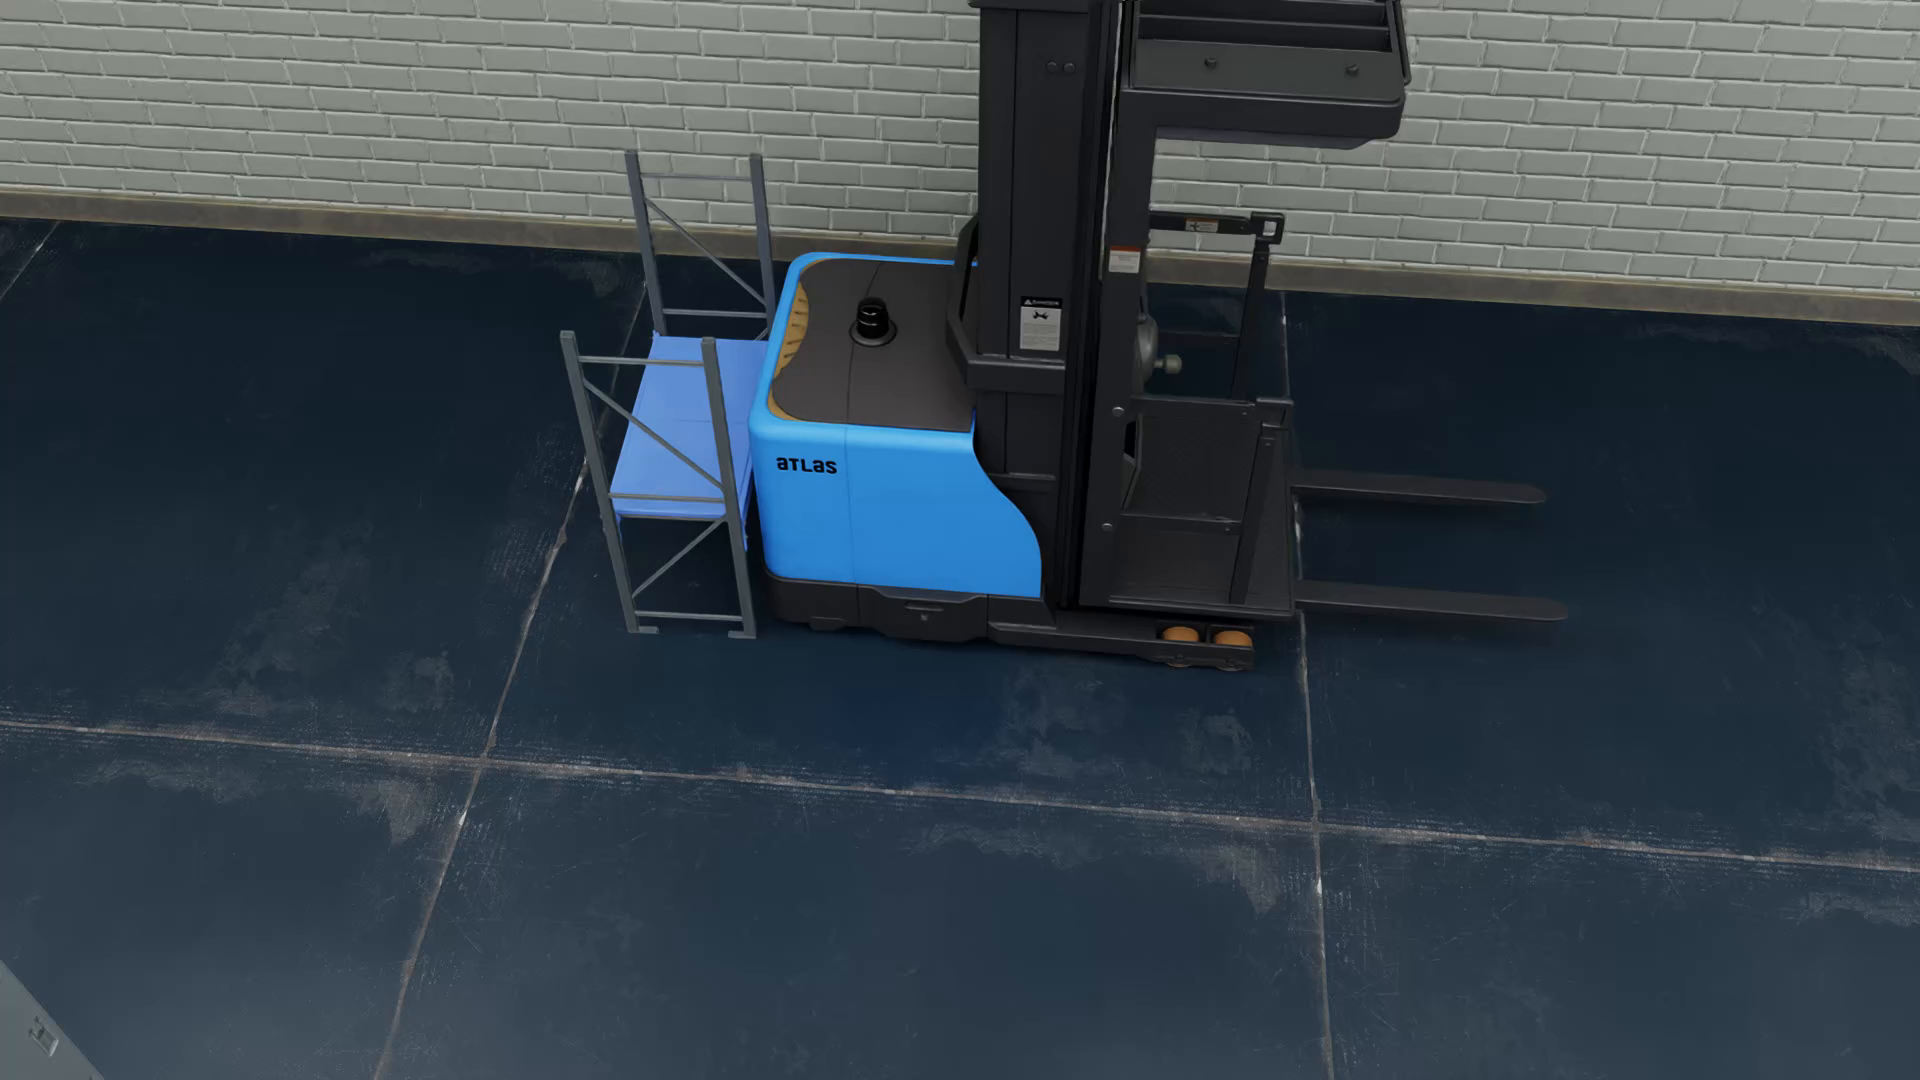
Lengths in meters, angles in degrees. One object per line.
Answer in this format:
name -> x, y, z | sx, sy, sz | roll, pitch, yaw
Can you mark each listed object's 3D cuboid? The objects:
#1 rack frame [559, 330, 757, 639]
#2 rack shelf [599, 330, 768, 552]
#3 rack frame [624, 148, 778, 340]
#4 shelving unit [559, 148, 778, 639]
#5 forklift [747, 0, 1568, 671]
rack frame -> -1.036, -0.146, 5.893 | 0.500, 1.500, 0.032 | 3, 48, 3
rack shelf -> -1.002, -0.399, 6.368 | 0.538, 0.185, 1.000 | 3, 48, 3
rack frame -> -0.968, -0.894, 6.577 | 0.500, 1.500, 0.032 | 3, 48, 3
shelving unit -> -1.002, -0.520, 6.235 | 0.538, 1.500, 1.048 | 3, 48, 3
forklift -> 0.799, -0.906, 5.618 | 3.031, 2.935, 1.130 | 4, 48, 4
